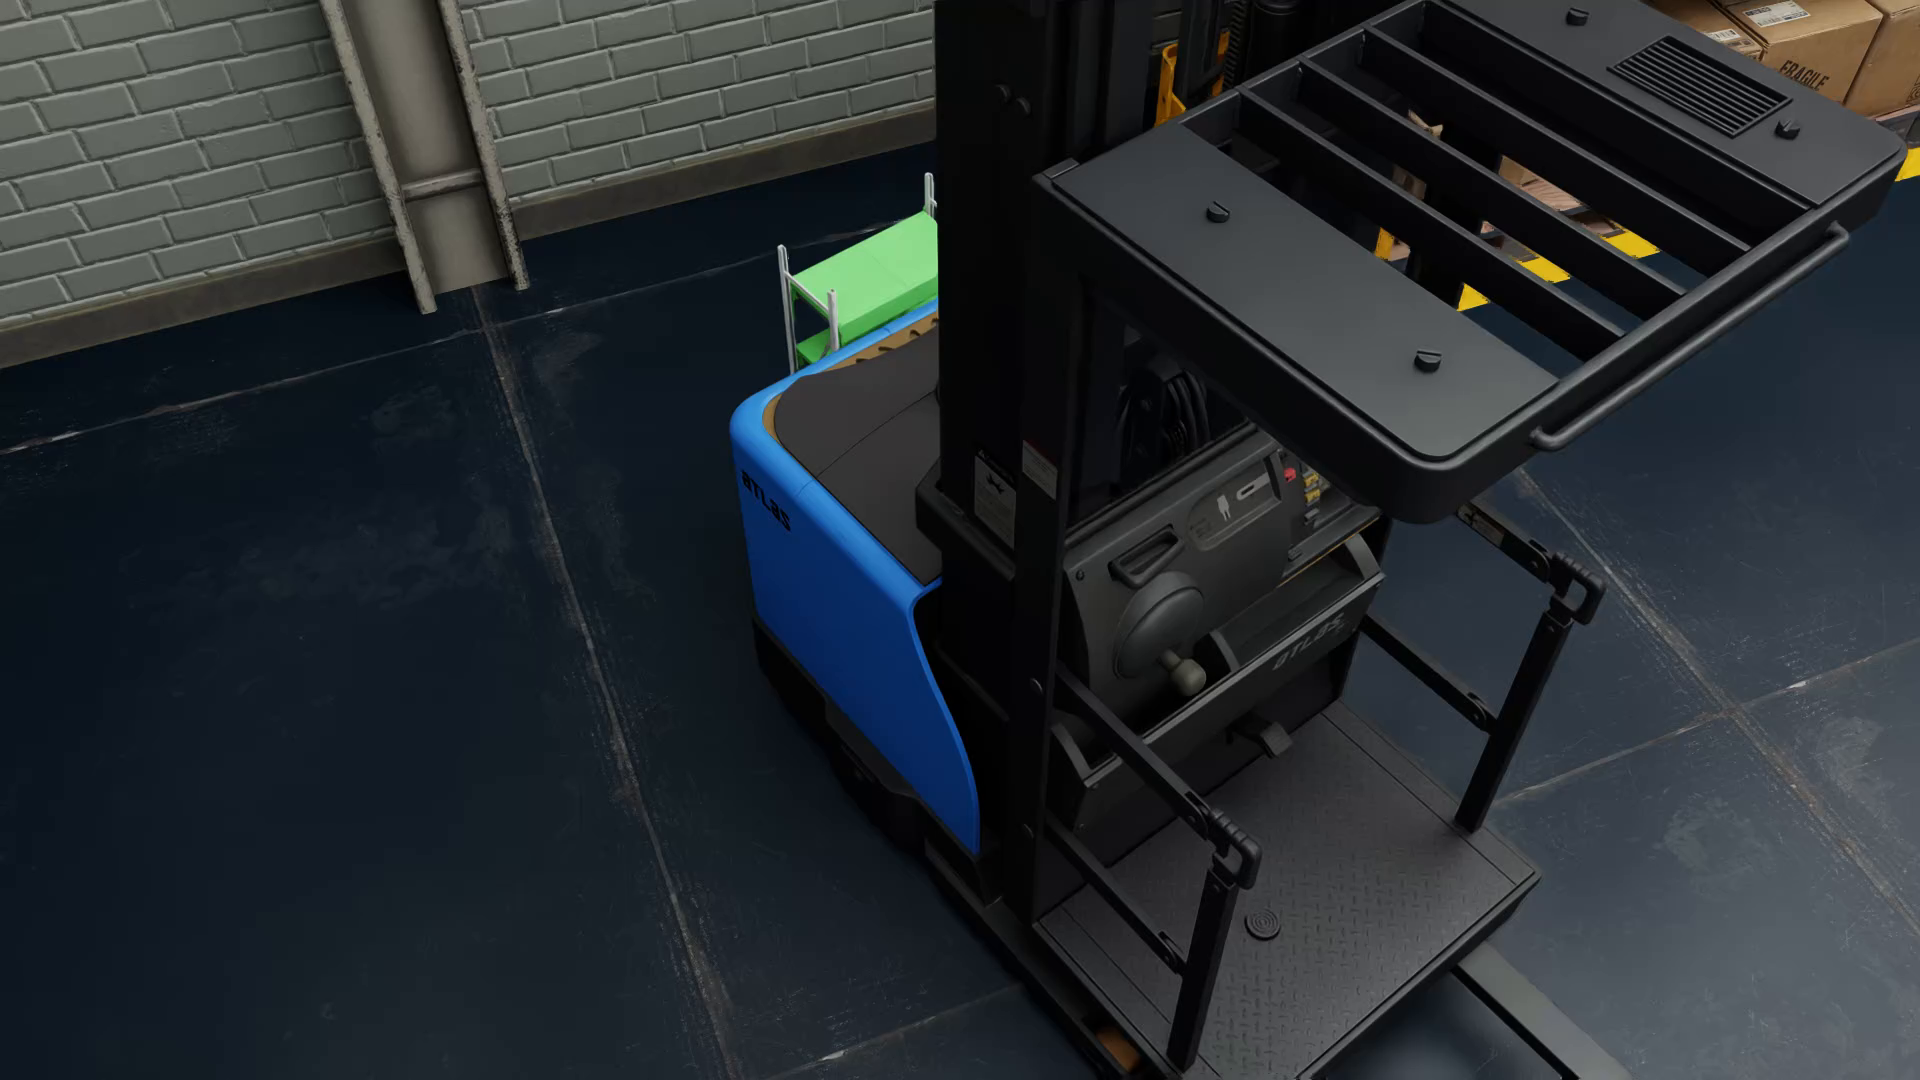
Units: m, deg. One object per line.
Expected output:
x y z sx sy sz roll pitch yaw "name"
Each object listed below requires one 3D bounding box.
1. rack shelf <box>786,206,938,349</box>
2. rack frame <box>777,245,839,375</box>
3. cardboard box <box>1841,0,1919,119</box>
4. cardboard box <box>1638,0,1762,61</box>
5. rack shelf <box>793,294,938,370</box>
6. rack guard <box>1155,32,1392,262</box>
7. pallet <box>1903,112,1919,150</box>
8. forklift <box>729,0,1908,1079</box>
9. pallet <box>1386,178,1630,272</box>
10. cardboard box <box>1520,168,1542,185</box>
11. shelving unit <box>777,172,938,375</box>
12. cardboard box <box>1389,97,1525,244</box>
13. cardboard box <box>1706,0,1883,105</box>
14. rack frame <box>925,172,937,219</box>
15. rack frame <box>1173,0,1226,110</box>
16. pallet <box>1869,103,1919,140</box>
-0.205 -0.692 4.505 0.480 0.148 0.258 -32 56 -24 "rack shelf"
-0.394 -0.304 4.720 0.015 1.200 0.240 -32 56 -24 "rack frame"
3.406 -2.034 6.391 0.500 0.500 0.700 -19 52 -16 "cardboard box"
2.445 -1.737 6.135 0.500 0.500 0.700 -15 51 -13 "cardboard box"
-0.205 -0.535 4.687 0.480 0.148 0.258 -32 56 -24 "rack shelf"
1.108 -1.295 6.032 0.348 0.500 1.175 -17 52 -14 "rack guard"
4.104 -2.130 6.940 1.213 0.211 1.003 -17 52 -14 "pallet"
0.719 0.066 3.261 1.130 2.935 3.031 -31 56 -24 "forklift"
1.845 -1.430 6.339 1.213 0.211 1.003 -17 52 -14 "pallet"
2.047 -1.499 6.162 0.250 0.149 0.380 -19 52 -16 "cardboard box"
-0.205 -0.421 4.820 0.503 1.200 0.258 -32 56 -24 "shelving unit"
1.639 -1.520 5.947 0.637 0.503 0.797 -19 52 -16 "cardboard box"
2.973 -1.818 6.205 0.500 0.500 0.500 -16 51 -14 "cardboard box"
-0.015 -0.537 4.921 0.015 1.200 0.240 -32 56 -24 "rack frame"
1.037 -2.087 5.065 0.127 3.000 1.000 -17 52 -14 "rack frame"
2.973 -1.777 6.637 1.213 0.211 1.003 -17 52 -14 "pallet"
